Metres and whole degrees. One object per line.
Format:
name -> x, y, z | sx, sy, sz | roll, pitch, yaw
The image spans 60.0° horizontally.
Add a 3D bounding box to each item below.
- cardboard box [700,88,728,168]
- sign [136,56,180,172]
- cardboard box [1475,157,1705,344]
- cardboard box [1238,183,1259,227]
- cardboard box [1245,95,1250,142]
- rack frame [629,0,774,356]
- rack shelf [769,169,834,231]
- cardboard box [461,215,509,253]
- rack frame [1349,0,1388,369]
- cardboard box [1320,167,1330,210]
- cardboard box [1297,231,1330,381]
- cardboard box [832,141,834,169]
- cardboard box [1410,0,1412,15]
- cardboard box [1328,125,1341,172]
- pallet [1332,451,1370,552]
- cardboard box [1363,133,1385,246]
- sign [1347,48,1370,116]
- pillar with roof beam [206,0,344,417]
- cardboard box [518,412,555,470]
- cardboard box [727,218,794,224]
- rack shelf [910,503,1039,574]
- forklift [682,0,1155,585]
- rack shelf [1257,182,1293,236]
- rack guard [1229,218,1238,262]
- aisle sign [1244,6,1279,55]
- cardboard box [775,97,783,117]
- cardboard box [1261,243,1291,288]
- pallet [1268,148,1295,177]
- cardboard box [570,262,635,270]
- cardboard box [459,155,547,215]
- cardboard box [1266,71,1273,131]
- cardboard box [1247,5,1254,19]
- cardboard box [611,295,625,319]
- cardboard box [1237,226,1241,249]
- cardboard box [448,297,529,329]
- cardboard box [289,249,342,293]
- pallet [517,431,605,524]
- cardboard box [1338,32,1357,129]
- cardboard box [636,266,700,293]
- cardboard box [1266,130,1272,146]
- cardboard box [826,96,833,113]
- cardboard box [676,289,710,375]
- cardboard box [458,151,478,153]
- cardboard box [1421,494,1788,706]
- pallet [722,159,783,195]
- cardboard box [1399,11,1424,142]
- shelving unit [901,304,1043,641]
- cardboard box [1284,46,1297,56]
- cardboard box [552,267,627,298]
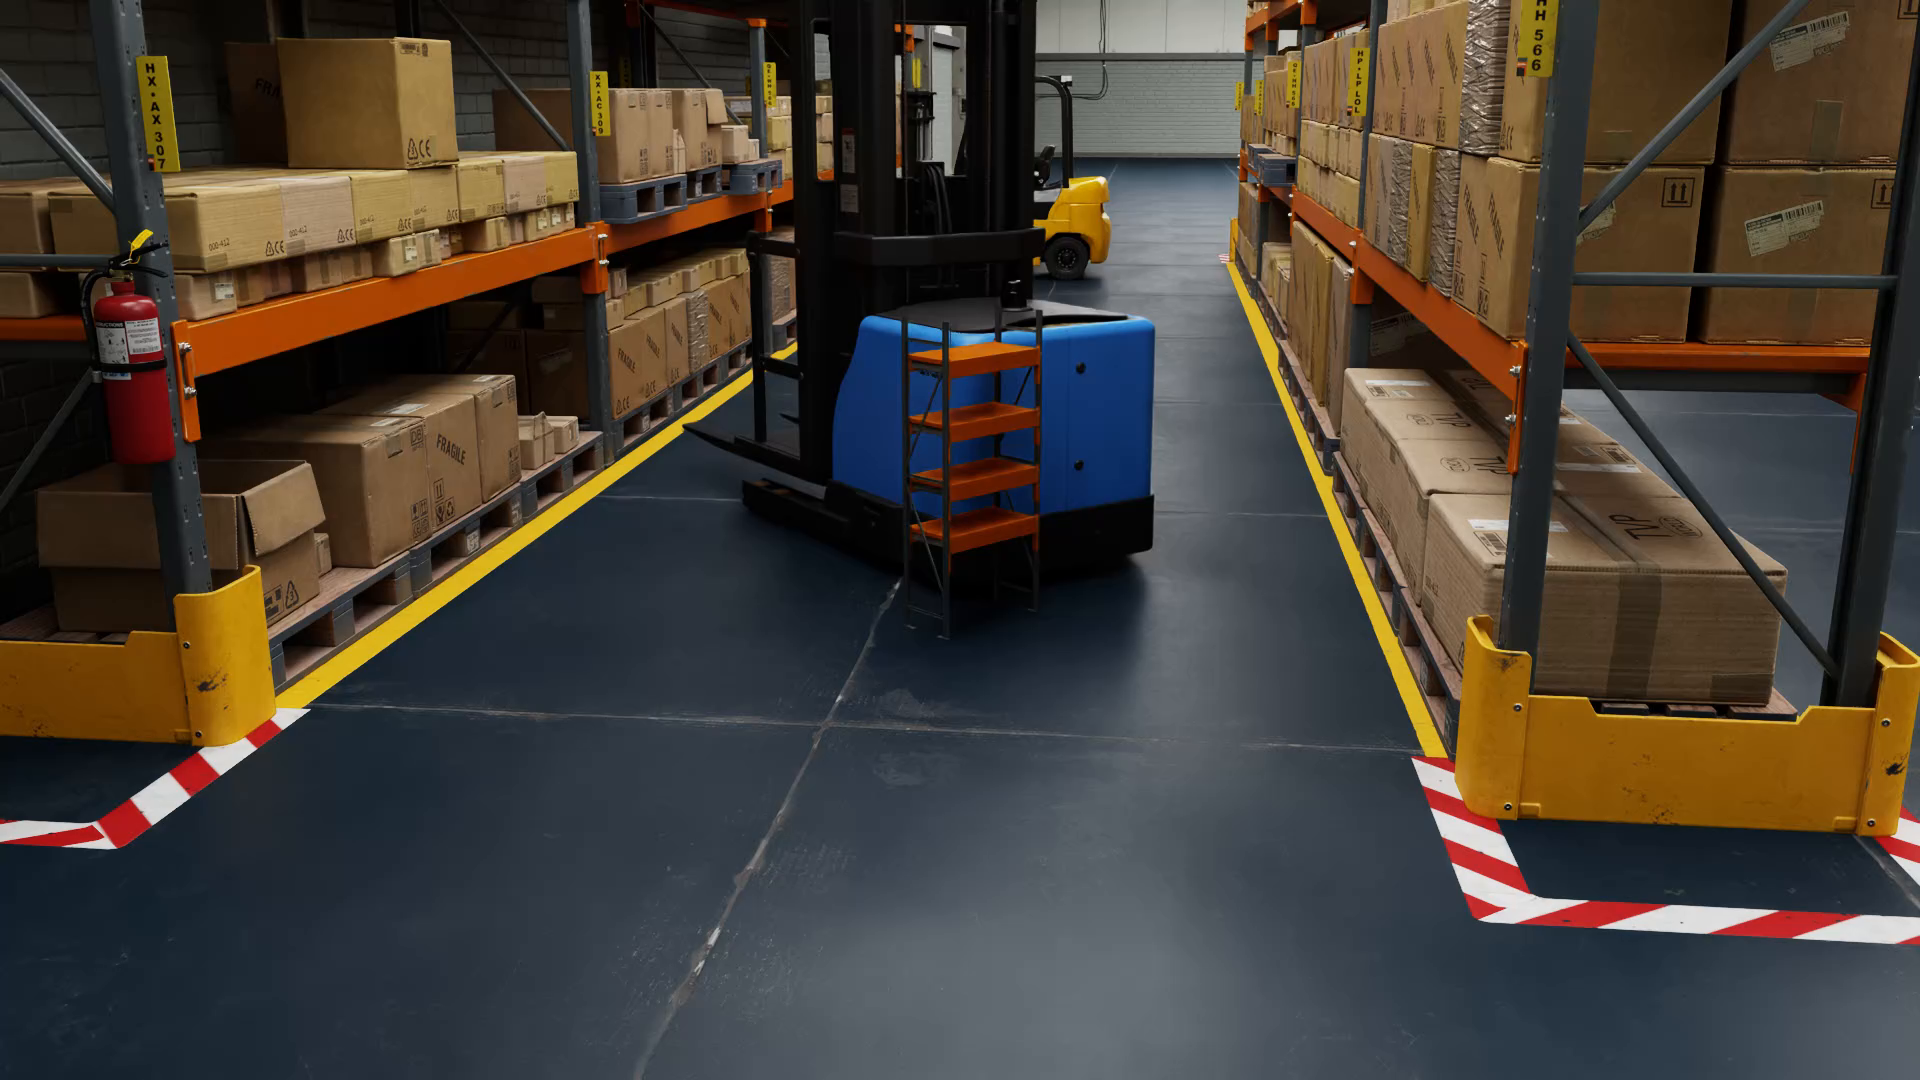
cardboard box -> -1.970, -2.734, 11.023 | 0.797, 0.503, 0.637 | 1, 15, 5
sign -> -2.334, -1.237, 4.832 | 0.100, 0.325, 0.005 | 2, 15, 6
cardboard box -> 1.851, -0.871, 4.945 | 0.500, 0.500, 0.500 | 2, 15, 7
cardboard box -> 3.497, -3.870, 19.253 | 0.500, 0.500, 0.500 | 1, 15, 4
cardboard box -> 3.425, -4.650, 18.352 | 0.500, 0.500, 0.500 | 1, 15, 5
rack frame -> -1.970, -2.910, 12.677 | 1.000, 3.000, 0.127 | 2, 15, 6
rack shelf -> -1.744, -3.081, 14.690 | 1.077, 0.370, 4.000 | 2, 15, 6
cardboard box -> -2.277, -1.391, 7.539 | 0.380, 0.149, 0.250 | 1, 15, 5
rack frame -> 2.511, -1.727, 8.304 | 1.000, 3.000, 0.127 | 2, 15, 6
cardboard box -> 2.500, -2.175, 10.247 | 0.500, 0.250, 0.500 | 2, 15, 6
cardboard box -> 2.697, -1.534, 10.854 | 0.875, 0.875, 0.875 | 2, 15, 7
cardboard box -> -1.367, -3.606, 15.539 | 0.500, 0.250, 0.500 | 2, 15, 6
cardboard box -> 2.129, -2.300, 7.072 | 0.380, 0.149, 0.250 | 2, 15, 6
cardboard box -> 2.421, -2.282, 9.685 | 0.500, 0.250, 0.500 | 2, 15, 8
pallet -> 2.347, -0.186, 7.947 | 1.003, 0.211, 1.213 | 2, 15, 6
cardboard box -> 2.198, -1.662, 7.869 | 0.500, 0.500, 0.500 | 2, 15, 8
sign -> 1.971, -2.261, 8.213 | 0.100, 0.325, 0.005 | 2, 15, 6
pillar with roof beam -> 0.882, -4.488, 7.019 | 9.100, 9.000, 0.400 | 2, 15, 6
cardboard box -> -2.233, -0.510, 8.234 | 0.396, 0.266, 0.258 | 2, 15, 8
cardboard box -> -1.662, -2.667, 15.524 | 0.875, 0.625, 0.625 | 2, 15, 6
rack shelf -> 0.048, -0.010, 6.420 | 0.480, 0.148, 0.258 | -14, 21, -42
forklift -> -0.405, -1.560, 7.816 | 1.130, 2.935, 3.031 | -10, 18, -33
rack shelf -> 3.188, -2.936, 14.152 | 1.077, 0.370, 4.000 | 2, 15, 6
rack guard -> 3.857, -3.613, 20.067 | 1.175, 0.500, 0.348 | 2, 15, 6
aisle sign -> 3.564, -6.120, 19.567 | 0.394, 0.787, 0.004 | 2, 15, 6
cardboard box -> -1.613, -3.415, 13.109 | 0.380, 0.149, 0.250 | 2, 15, 7
cardboard box -> 3.357, -2.600, 15.762 | 0.950, 0.372, 0.625 | 2, 15, 7
pallet -> 3.145, -3.187, 14.068 | 1.003, 0.211, 1.213 | 2, 15, 6
cardboard box -> -2.448, -1.821, 11.392 | 0.380, 0.149, 0.250 | 1, 15, 5
cardboard box -> -2.278, -1.674, 7.824 | 0.500, 0.250, 0.500 | 2, 15, 6
cardboard box -> 2.951, -3.826, 14.499 | 0.500, 0.500, 0.500 | 2, 15, 6
cardboard box -> 3.505, -6.090, 19.172 | 0.380, 0.149, 0.250 | 2, 15, 6
cardboard box -> -2.162, -1.341, 9.617 | 0.380, 0.149, 0.250 | 1, 15, 5
cardboard box -> 3.499, -3.514, 19.374 | 0.500, 0.250, 0.500 | 2, 15, 6
cardboard box -> -2.666, -1.286, 9.412 | 0.380, 0.149, 0.250 | 1, 15, 4
cardboard box -> -2.496, -0.991, 6.063 | 0.380, 0.149, 0.250 | 2, 15, 8
pallet -> -2.500, -0.348, 8.546 | 1.003, 0.211, 1.213 | 2, 15, 6
cardboard box -> 2.363, -2.516, 9.113 | 0.500, 0.500, 0.500 | 2, 15, 7
cardboard box -> -1.952, -1.741, 11.094 | 0.380, 0.149, 0.250 | 1, 15, 4
cardboard box -> 3.000, -3.685, 15.221 | 0.380, 0.149, 0.250 | 2, 15, 7
cardboard box -> -1.326, -4.012, 15.319 | 0.380, 0.149, 0.250 | 1, 15, 5
cardboard box -> -1.968, -1.389, 11.038 | 0.500, 0.500, 0.500 | 1, 15, 4
cardboard box -> -2.746, -1.823, 8.376 | 0.500, 0.250, 0.500 | 2, 15, 6
cardboard box -> 2.035, 0.170, 5.390 | 0.875, 0.438, 0.875 | 1, 15, 4
pallet -> -1.977, -2.640, 12.045 | 1.213, 0.211, 1.003 | 2, 15, 6
cardboard box -> 2.084, -1.879, 6.756 | 0.500, 0.500, 0.500 | 2, 15, 7
shelving unit -> 0.048, -0.267, 6.351 | 0.503, 1.200, 0.258 | -14, 21, -42
cardboard box -> 3.810, -4.984, 17.669 | 0.700, 0.500, 0.500 | 2, 15, 6
cardboard box -> -2.135, -1.479, 9.558 | 0.380, 0.149, 0.250 | 1, 15, 4
